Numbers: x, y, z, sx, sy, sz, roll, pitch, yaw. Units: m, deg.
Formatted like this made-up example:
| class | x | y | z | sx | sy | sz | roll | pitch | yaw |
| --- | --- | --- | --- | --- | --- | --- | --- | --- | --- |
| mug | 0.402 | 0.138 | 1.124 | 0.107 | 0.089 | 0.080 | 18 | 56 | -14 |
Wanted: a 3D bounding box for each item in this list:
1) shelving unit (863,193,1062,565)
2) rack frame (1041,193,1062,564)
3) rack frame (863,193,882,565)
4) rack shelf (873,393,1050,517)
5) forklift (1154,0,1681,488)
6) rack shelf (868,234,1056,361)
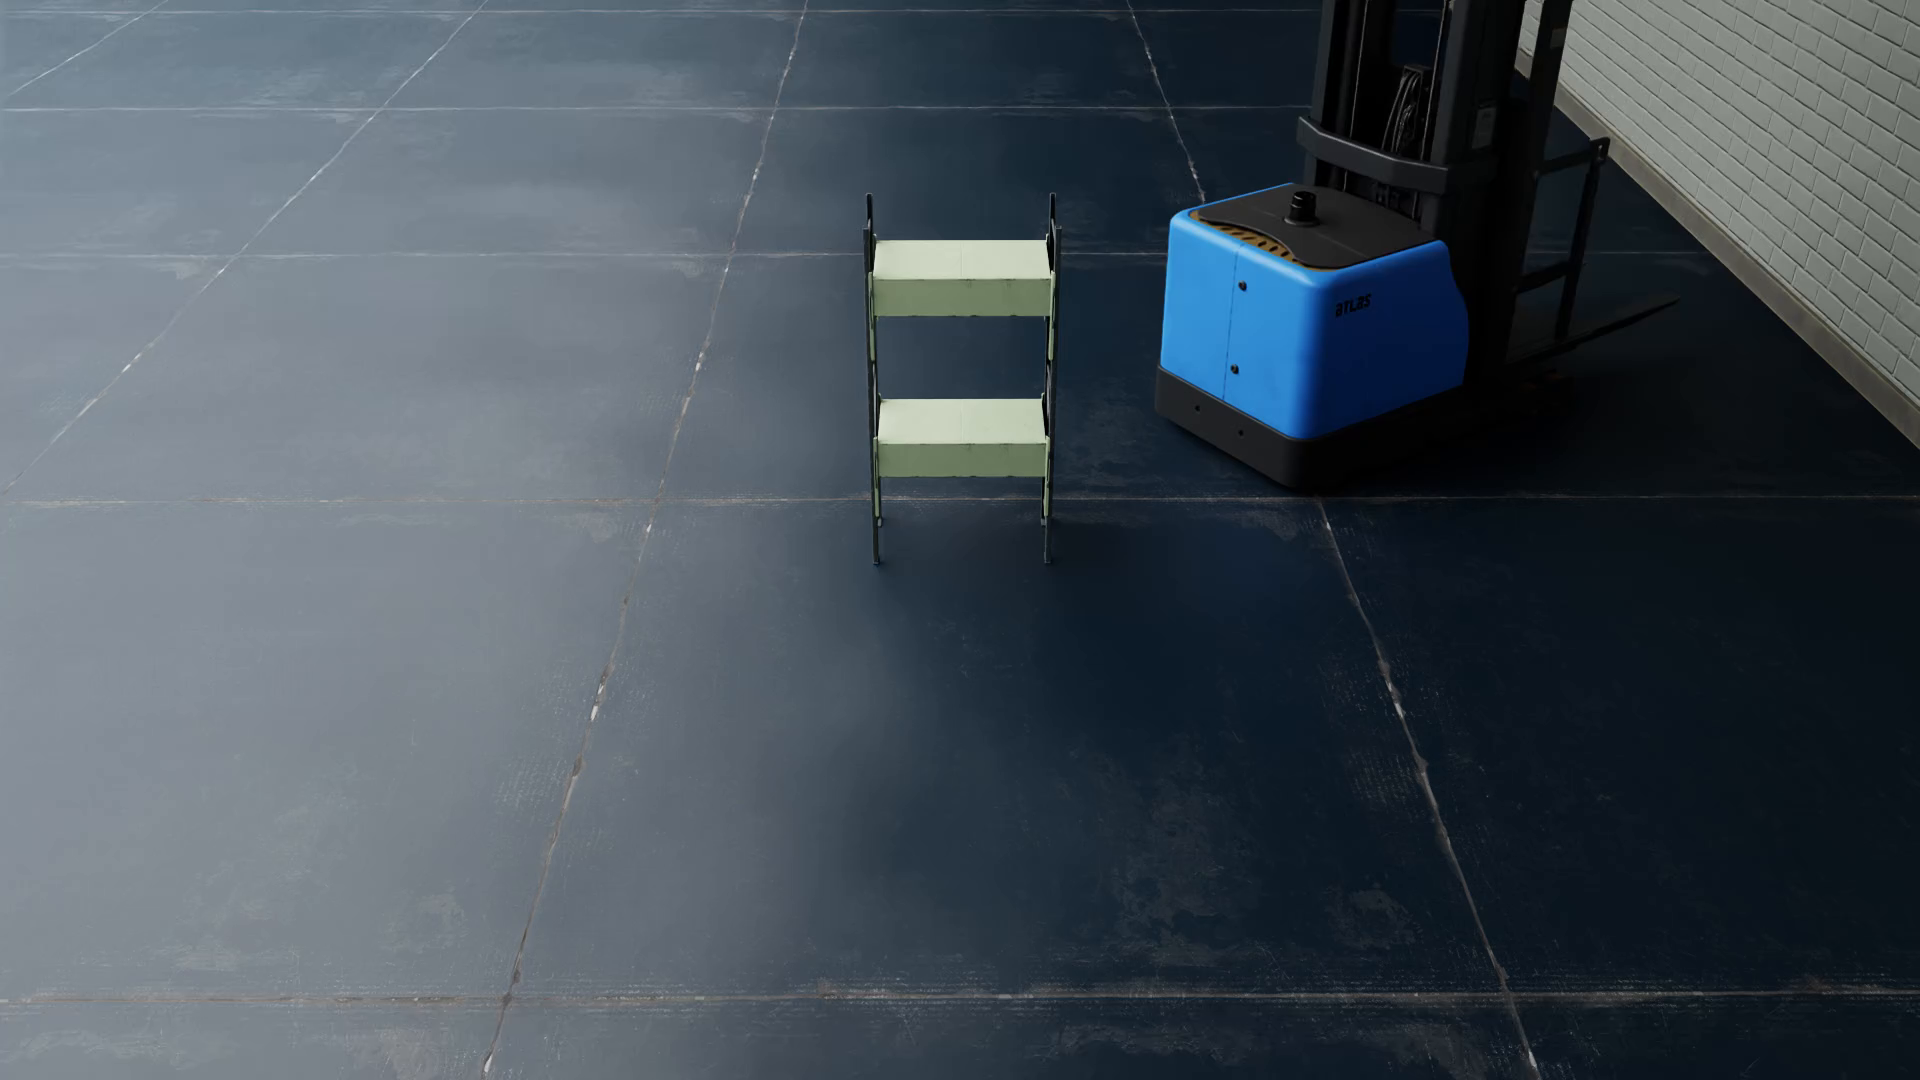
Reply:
| class | x | y | z | sx | sy | sz | roll | pitch | yaw |
| --- | --- | --- | --- | --- | --- | --- | --- | --- | --- |
| shelving unit | 0.007 | -0.641 | 6.861 | 0.755 | 1.500 | 0.431 | 0 | 31 | 0 |
| rack frame | 0.373 | -0.642 | 6.863 | 0.023 | 1.500 | 0.400 | 0 | 31 | 0 |
| rack frame | -0.359 | -0.640 | 6.859 | 0.023 | 1.500 | 0.400 | 0 | 31 | 0 |
| rack shelf | 0.007 | -0.363 | 7.030 | 0.720 | 0.370 | 0.431 | 0 | 31 | 0 |
| forklift | 2.459 | -2.072 | 7.840 | 3.031 | 2.935 | 1.130 | -20 | 36 | -29 |
| rack shelf | 0.007 | -0.975 | 6.659 | 0.720 | 0.370 | 0.431 | 0 | 31 | 0 |
